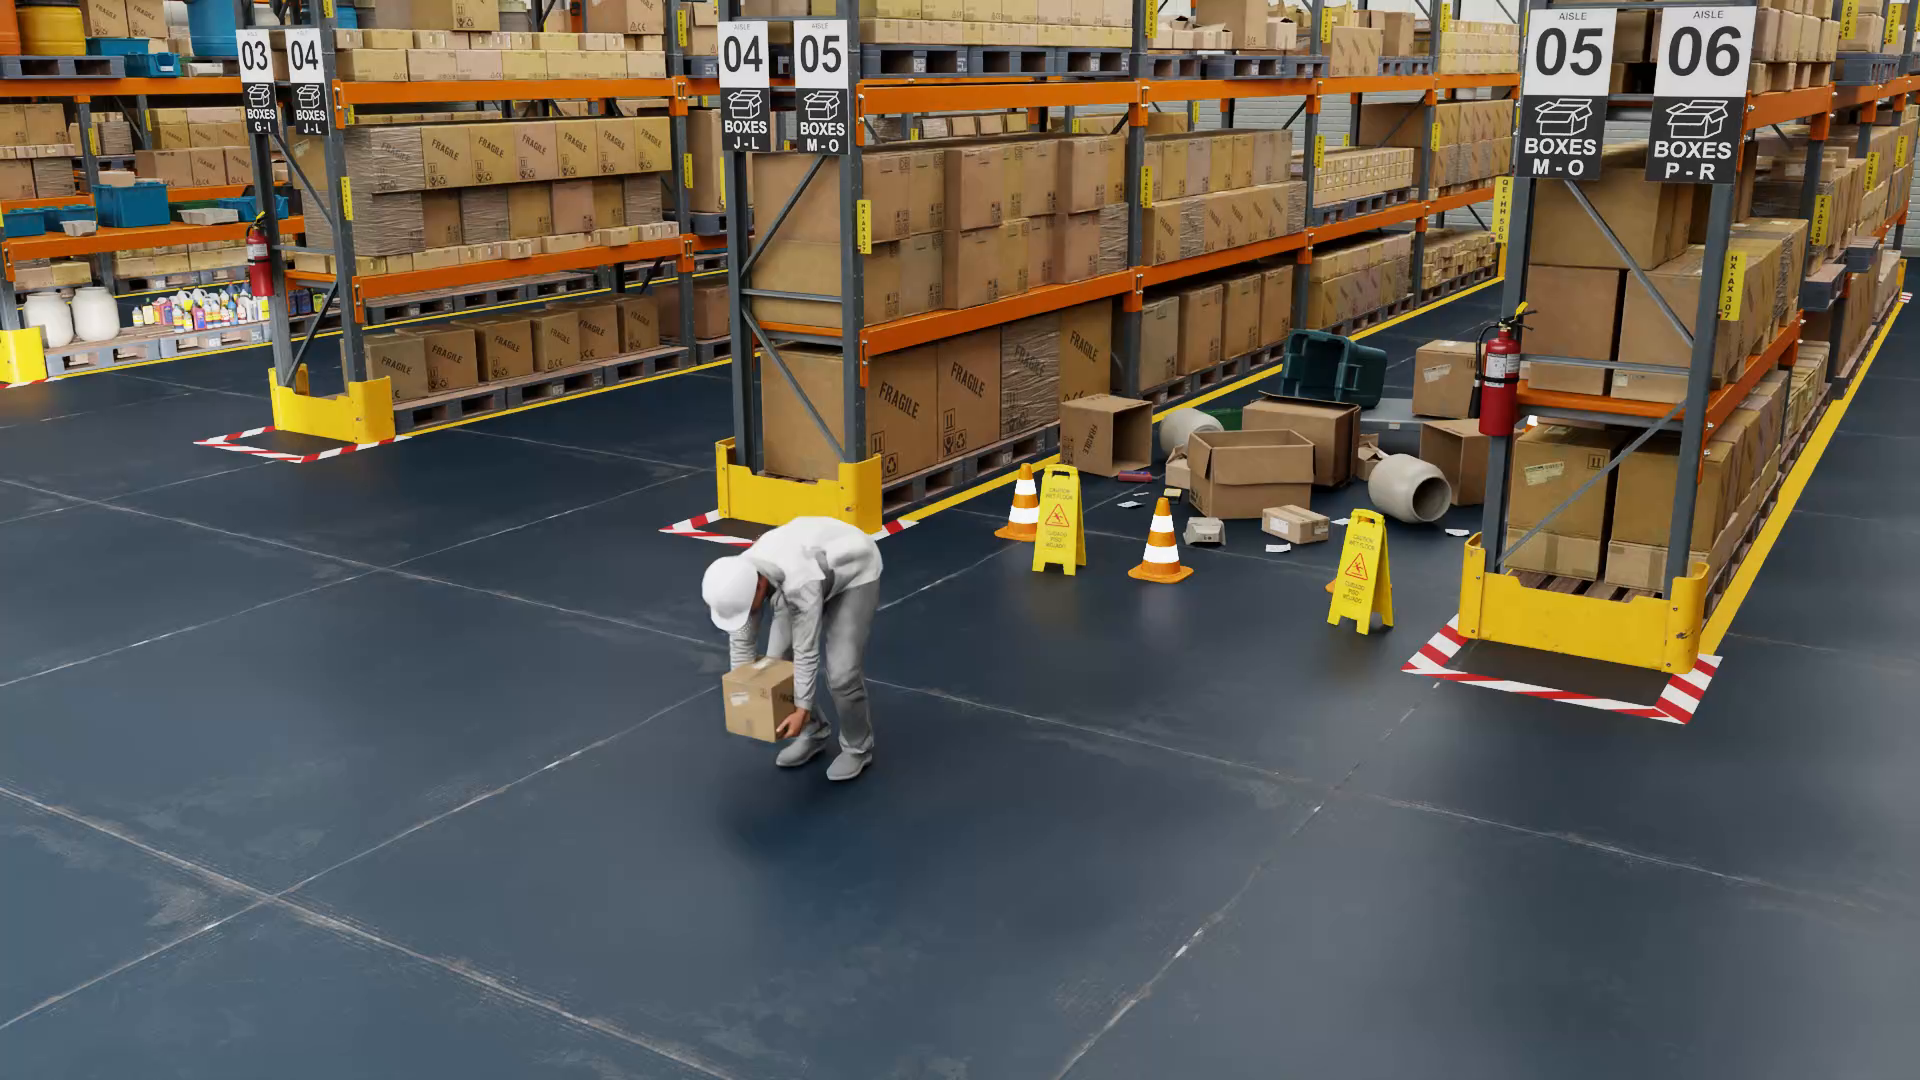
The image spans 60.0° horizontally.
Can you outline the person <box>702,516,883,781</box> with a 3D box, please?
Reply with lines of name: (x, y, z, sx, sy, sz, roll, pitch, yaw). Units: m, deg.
person: (-0.705, 0.500, 6.926, 0.466, 1.123, 1.008, 9, 18, 28)
